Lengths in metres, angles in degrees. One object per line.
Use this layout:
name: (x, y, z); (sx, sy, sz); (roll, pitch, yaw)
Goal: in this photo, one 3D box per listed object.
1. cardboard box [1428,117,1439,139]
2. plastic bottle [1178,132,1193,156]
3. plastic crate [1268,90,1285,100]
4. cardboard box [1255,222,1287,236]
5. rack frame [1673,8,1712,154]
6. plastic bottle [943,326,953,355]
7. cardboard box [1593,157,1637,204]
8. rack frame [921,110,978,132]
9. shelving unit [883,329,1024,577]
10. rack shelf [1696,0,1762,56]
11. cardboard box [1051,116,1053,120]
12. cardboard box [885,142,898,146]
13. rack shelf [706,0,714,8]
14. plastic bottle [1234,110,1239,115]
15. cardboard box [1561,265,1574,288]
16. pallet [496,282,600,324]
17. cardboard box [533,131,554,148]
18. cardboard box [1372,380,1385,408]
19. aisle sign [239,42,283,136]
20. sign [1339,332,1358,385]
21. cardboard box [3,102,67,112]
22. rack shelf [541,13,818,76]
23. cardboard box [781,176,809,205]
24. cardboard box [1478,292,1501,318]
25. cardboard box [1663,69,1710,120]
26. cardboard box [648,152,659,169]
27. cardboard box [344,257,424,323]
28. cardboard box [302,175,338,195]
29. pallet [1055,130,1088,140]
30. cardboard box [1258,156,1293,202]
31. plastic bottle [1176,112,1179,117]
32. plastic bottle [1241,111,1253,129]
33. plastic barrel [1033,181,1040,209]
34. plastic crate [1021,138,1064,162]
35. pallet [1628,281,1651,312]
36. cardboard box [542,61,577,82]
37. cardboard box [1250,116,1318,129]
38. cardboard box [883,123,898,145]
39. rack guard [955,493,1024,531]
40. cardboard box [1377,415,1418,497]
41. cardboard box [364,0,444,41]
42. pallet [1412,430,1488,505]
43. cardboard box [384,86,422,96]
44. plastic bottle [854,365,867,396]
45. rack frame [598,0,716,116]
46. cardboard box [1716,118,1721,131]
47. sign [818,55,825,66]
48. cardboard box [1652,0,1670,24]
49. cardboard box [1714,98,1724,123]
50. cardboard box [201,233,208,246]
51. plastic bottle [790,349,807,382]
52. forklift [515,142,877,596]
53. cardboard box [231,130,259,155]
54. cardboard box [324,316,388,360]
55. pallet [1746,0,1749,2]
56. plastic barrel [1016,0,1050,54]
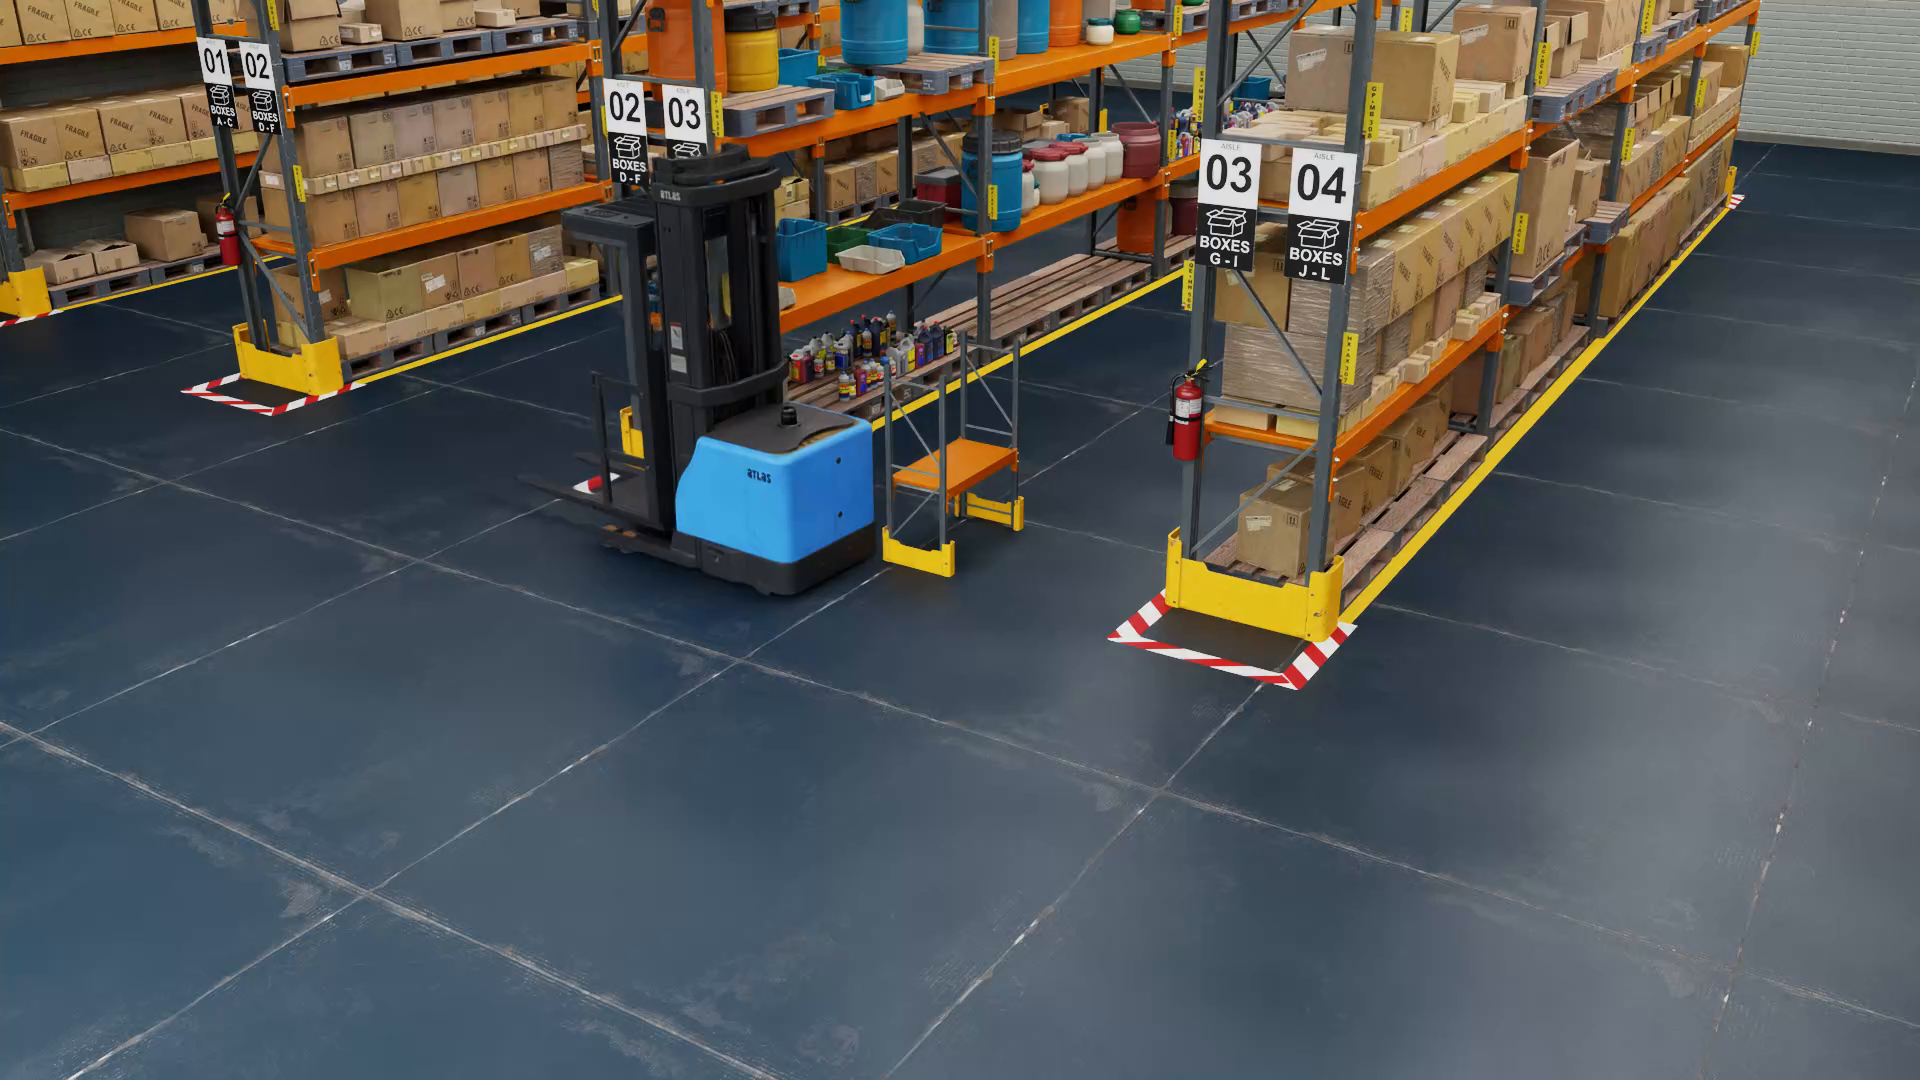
cardboard box: (3.005, -2.810, 11.212); (0.380, 0.149, 0.250); (13, 26, 27)
plastic bottle: (2.708, -4.758, 19.958); (0.152, 0.276, 0.135); (14, 27, 29)
plastic crate: (4.433, -6.266, 23.556); (0.437, 0.125, 0.590); (14, 27, 29)
cardboard box: (2.288, -1.891, 11.420); (0.500, 0.500, 0.500); (14, 27, 29)
rack frame: (8.279, -4.893, 20.113); (1.000, 3.000, 0.127); (14, 27, 29)
plastic bottle: (-0.123, -1.955, 16.191); (0.061, 0.283, 0.133); (15, 28, 32)
cardboard box: (6.656, -3.696, 17.221); (0.500, 0.500, 0.500); (15, 27, 30)
rack frame: (-0.135, -6.970, 24.911); (1.000, 3.000, 0.127); (14, 27, 29)
shelving unit: (-0.040, -0.663, 12.228); (0.587, 1.500, 1.083); (14, 27, 29)
rack shelf: (9.334, -6.614, 21.219); (1.077, 0.370, 4.000); (14, 27, 29)
cardboard box: (1.462, -7.145, 28.348); (0.380, 0.149, 0.250); (14, 27, 29)
cardboard box: (-1.139, -5.563, 24.254); (0.500, 0.500, 0.500); (14, 27, 30)
rack shelf: (-1.204, -4.795, 13.744); (1.077, 0.370, 4.000); (14, 27, 29)
plastic bottle: (3.563, -5.397, 21.440); (0.097, 0.271, 0.097); (0, 23, 0)
cardboard box: (5.841, -2.709, 16.717); (0.500, 0.250, 0.500); (15, 28, 31)
pallet: (-4.810, -2.731, 18.628); (1.003, 0.211, 1.213); (14, 27, 29)
cardboard box: (-4.585, -4.305, 17.812); (0.380, 0.149, 0.250); (13, 27, 27)
cardboard box: (2.709, -1.024, 11.492); (0.380, 0.149, 0.250); (14, 27, 29)
aisle sign: (-6.240, -4.027, 14.839); (0.394, 0.787, 0.004); (14, 27, 29)
sign: (2.410, -1.126, 10.322); (0.100, 0.325, 0.005); (14, 27, 29)
cardboard box: (-10.334, -4.613, 18.685); (0.500, 0.500, 0.500); (14, 27, 30)
rack shelf: (-3.300, -5.992, 19.780); (1.077, 0.370, 4.000); (14, 27, 29)
cardboard box: (-2.312, -4.580, 21.616); (0.500, 0.311, 0.500); (15, 27, 30)
cardboard box: (4.195, -1.943, 13.615); (0.380, 0.149, 0.250); (14, 27, 29)
cardboard box: (8.749, -5.413, 20.184); (0.500, 0.500, 0.500); (14, 27, 29)
cardboard box: (-3.714, -4.411, 19.316); (0.380, 0.149, 0.250); (14, 27, 29)
cardboard box: (-5.731, -2.499, 16.570); (0.500, 0.500, 0.500); (14, 27, 29)
cardboard box: (-6.075, -3.351, 15.608); (0.380, 0.149, 0.250); (14, 27, 29)
pallet: (1.515, -6.746, 27.902); (1.003, 0.211, 1.213); (14, 27, 29)
cardboard box: (1.987, -2.367, 10.690); (0.500, 0.250, 0.500); (15, 27, 30)
plastic bottle: (2.756, -5.338, 21.304); (0.097, 0.271, 0.097); (0, 23, 0)
plastic bottle: (3.679, -5.380, 21.393); (0.152, 0.276, 0.135); (14, 27, 29)
plastic barrel: (0.679, -3.582, 17.258); (0.301, 0.262, 0.301); (0, 23, 0)
plastic crate: (0.849, -4.129, 18.267); (0.402, 0.464, 0.583); (14, 27, 29)
pallet: (7.293, -2.924, 19.074); (1.003, 0.211, 1.213); (14, 27, 29)
cardboard box: (-5.982, -6.959, 24.359); (0.500, 0.500, 0.500); (15, 27, 30)
cardboard box: (2.118, -2.671, 10.892); (0.380, 0.149, 0.250); (13, 26, 27)
cardboard box: (-1.125, -5.919, 24.132); (0.500, 0.250, 0.500); (14, 27, 29)
rack guard: (0.222, -0.257, 12.865); (0.587, 0.250, 0.087); (14, 27, 29)
cardboard box: (3.257, -0.691, 13.024); (0.500, 0.500, 0.500); (11, 26, 24)
cardboard box: (-5.357, -5.103, 15.991); (0.500, 0.500, 0.500); (14, 27, 29)
pallet: (3.735, -0.679, 13.889); (1.003, 0.211, 1.213); (14, 27, 29)
cardboard box: (-7.647, -6.135, 22.303); (0.700, 0.500, 0.500); (18, 29, 36)
plastic bottle: (-0.903, -1.455, 15.037); (0.061, 0.283, 0.133); (14, 27, 30)
rack frame: (-2.259, -4.634, 11.963); (1.000, 3.000, 0.127); (14, 27, 29)
cardboard box: (9.674, -5.423, 21.652); (0.380, 0.149, 0.250); (14, 27, 30)
sign: (-1.772, -6.036, 21.296); (0.100, 0.325, 0.005); (14, 27, 29)
cardboard box: (7.228, -5.854, 17.897); (0.797, 0.503, 0.637); (13, 27, 28)
cardboard box: (9.551, -5.572, 21.495); (0.500, 0.250, 0.500); (14, 27, 29)
cardboard box: (-9.426, -3.665, 20.311); (0.380, 0.149, 0.250); (12, 26, 25)
plastic bottle: (-1.506, -1.624, 15.436); (0.152, 0.276, 0.135); (14, 27, 29)
forklift: (-2.106, -1.397, 12.124); (3.031, 2.935, 1.130); (16, 28, 32)
cardboard box: (-8.828, -4.858, 20.194); (0.500, 0.250, 0.500); (14, 27, 29)
cardboard box: (-5.993, -1.985, 16.328); (0.500, 0.250, 0.500); (14, 27, 29)
pallet: (10.006, -7.326, 22.069); (1.003, 0.211, 1.213); (14, 27, 29)
plastic barrel: (0.625, -5.496, 17.099); (0.600, 0.901, 0.708); (14, 27, 29)
